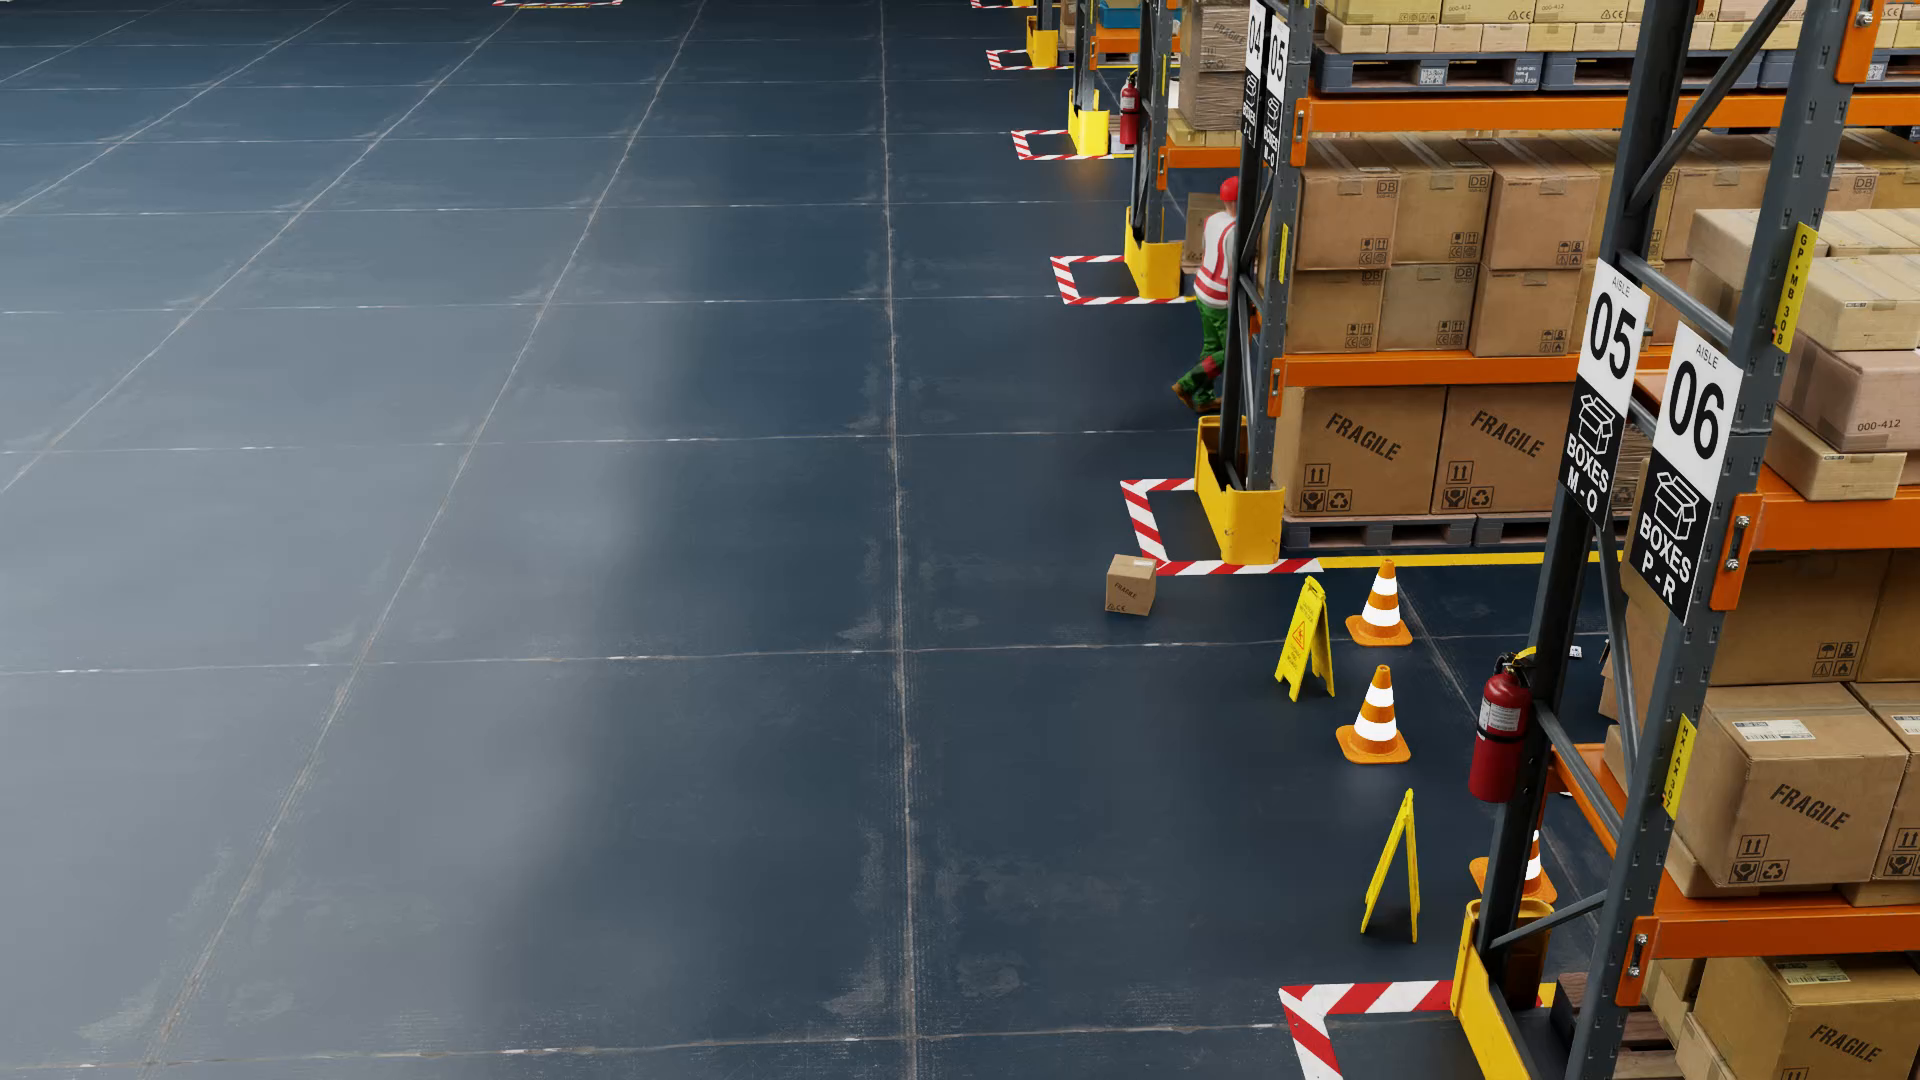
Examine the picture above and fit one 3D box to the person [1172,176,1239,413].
[{"bbox_3d":[1.811,-1.704,11.878,0.567,1.777,0.572,-7,28,-13],"label":"person"}]
